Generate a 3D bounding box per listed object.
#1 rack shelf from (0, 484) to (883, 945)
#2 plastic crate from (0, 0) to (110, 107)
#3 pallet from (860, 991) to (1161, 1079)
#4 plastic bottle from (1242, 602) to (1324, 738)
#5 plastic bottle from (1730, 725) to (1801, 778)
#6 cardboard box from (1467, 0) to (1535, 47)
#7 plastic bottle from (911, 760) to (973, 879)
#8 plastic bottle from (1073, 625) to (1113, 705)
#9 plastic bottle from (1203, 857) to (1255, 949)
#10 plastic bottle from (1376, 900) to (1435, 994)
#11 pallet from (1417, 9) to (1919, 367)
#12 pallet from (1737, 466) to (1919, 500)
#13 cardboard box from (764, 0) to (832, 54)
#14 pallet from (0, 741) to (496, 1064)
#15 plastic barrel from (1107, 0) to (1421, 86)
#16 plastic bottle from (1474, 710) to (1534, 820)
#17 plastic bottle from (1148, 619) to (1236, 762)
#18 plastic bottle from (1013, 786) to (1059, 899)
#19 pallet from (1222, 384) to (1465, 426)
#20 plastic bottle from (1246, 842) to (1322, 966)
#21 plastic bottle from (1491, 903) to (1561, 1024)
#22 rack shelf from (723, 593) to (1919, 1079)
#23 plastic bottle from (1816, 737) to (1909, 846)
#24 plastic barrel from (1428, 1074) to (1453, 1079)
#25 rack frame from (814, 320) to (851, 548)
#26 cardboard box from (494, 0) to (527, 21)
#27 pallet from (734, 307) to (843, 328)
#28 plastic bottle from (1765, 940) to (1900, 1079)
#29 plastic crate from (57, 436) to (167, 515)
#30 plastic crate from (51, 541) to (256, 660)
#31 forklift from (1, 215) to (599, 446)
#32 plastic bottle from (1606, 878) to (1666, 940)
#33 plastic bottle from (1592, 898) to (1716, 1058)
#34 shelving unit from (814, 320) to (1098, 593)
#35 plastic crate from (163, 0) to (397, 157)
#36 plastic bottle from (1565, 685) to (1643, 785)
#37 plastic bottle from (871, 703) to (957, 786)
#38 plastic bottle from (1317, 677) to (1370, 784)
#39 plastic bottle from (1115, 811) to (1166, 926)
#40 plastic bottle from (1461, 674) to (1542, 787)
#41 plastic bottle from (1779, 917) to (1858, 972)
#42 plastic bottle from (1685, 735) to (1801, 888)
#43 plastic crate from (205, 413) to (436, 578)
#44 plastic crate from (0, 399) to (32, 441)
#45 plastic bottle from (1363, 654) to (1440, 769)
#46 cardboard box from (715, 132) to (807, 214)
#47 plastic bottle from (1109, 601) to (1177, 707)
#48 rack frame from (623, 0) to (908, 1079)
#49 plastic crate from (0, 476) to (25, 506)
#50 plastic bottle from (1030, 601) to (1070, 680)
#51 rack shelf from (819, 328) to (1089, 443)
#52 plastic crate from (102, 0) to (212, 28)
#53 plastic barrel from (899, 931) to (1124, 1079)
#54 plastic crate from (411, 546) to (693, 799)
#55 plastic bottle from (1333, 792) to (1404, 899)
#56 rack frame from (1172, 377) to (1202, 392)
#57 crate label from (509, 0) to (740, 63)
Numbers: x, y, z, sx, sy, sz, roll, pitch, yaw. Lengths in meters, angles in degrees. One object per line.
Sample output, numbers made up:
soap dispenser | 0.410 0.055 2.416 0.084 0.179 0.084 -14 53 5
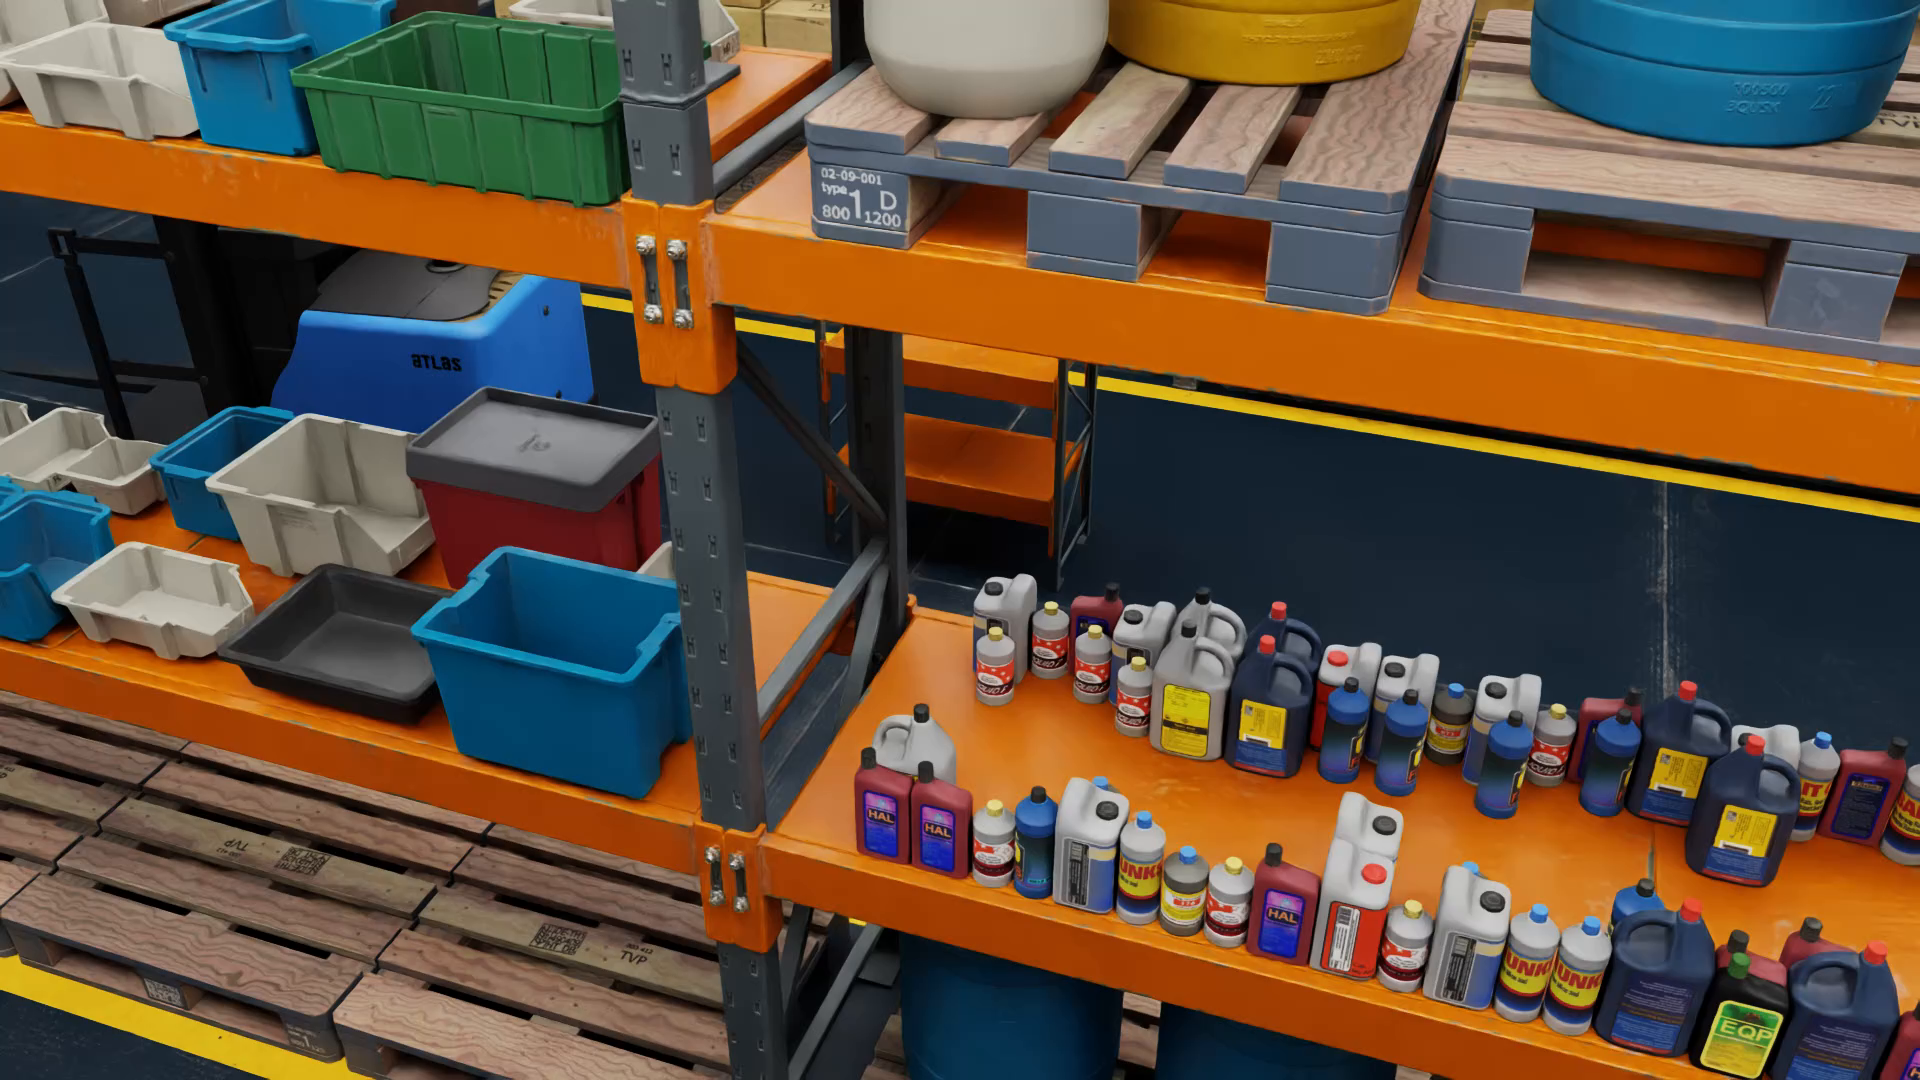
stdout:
rack shelf | -2.249 0.189 4.855 4.000 0.370 1.077 11 34 16
plastic crate | -2.150 -1.127 3.573 0.530 0.282 0.437 11 34 16
pallet | 0.346 1.587 4.598 1.213 0.211 1.003 11 34 16
plastic bottle | 0.783 0.308 4.053 0.185 0.351 0.144 11 34 16
plastic bottle | 1.795 0.539 3.765 0.135 0.276 0.152 11 34 16
cardboard box | 2.551 -2.496 7.333 0.637 0.503 0.797 11 35 17
plastic bottle | -0.040 0.611 3.646 0.133 0.283 0.061 11 34 16
plastic bottle | 0.337 0.306 4.194 0.097 0.201 0.097 0 33 0
plastic bottle | 0.568 0.753 3.501 0.097 0.201 0.097 0 33 0
plastic bottle | 0.912 0.820 3.398 0.097 0.201 0.097 0 33 0
pallet | 1.473 -0.629 2.867 1.213 0.211 1.003 11 34 16
pallet | 4.353 -0.556 7.916 1.213 0.211 1.003 11 34 16
cardboard box | -0.644 -2.566 8.323 0.500 0.250 0.500 10 34 16
pallet | -2.224 1.087 5.372 1.213 0.211 1.003 11 34 16
plastic barrel | 0.561 -1.200 3.017 0.600 0.588 0.600 0 33 0
plastic bottle | 1.253 0.507 3.818 0.097 0.271 0.097 0 33 0
plastic bottle | 0.561 0.348 3.991 0.185 0.351 0.144 11 34 16
plastic bottle | 0.167 0.646 3.603 0.097 0.271 0.097 0 33 0
pallet | 2.056 -1.002 8.608 1.213 0.211 1.003 11 34 16
plastic bottle | 0.671 0.749 3.432 0.133 0.283 0.061 11 34 16
plastic bottle | 1.131 0.833 3.313 0.097 0.271 0.097 0 33 0
rack shelf | 1.516 0.921 3.722 4.000 0.370 1.077 11 34 16
plastic bottle | 2.028 0.555 3.733 0.133 0.283 0.061 11 34 16
plastic barrel | 1.308 1.508 4.055 0.421 0.512 0.421 0 33 0
rack frame | -0.485 -0.567 7.091 0.032 1.125 0.500 11 34 16
cardboard box | -2.100 -2.845 8.755 0.500 0.250 0.500 10 34 15
pallet | -0.537 -1.506 9.389 1.213 0.211 1.003 11 34 16
plastic bottle | 1.663 0.890 3.152 0.185 0.351 0.144 11 34 16
plastic crate | -2.480 -0.193 4.972 0.250 0.136 0.298 11 34 16
plastic crate | -2.107 0.173 4.404 0.466 0.136 0.293 11 34 16
forklift | -3.257 -1.574 6.986 3.031 2.935 1.130 6 33 9
plastic bottle | 1.363 0.795 3.372 0.097 0.271 0.097 0 33 0
plastic bottle | 1.363 0.831 3.242 0.185 0.351 0.144 11 34 16
shelving unit | -0.006 -0.474 6.947 1.048 1.125 0.538 11 34 16
plastic crate | -1.331 -0.941 3.331 0.300 0.233 0.416 11 34 16
plastic bottle | 1.510 0.454 3.889 0.133 0.283 0.061 11 34 16
plastic bottle | -0.106 0.511 3.739 0.185 0.351 0.144 11 34 16
plastic bottle | 0.908 0.440 3.922 0.097 0.271 0.097 0 33 0
plastic bottle | 0.385 0.688 3.537 0.097 0.271 0.097 0 33 0
plastic bottle | 1.277 0.438 3.921 0.135 0.276 0.152 11 34 16
plastic bottle | 1.673 0.861 3.259 0.133 0.283 0.061 11 34 16
plastic bottle | 1.722 0.578 3.634 0.185 0.351 0.144 11 34 16
plastic crate | -1.742 -0.096 4.688 0.530 0.282 0.437 11 34 16
plastic crate | -3.035 -0.277 5.101 0.243 0.136 0.396 11 34 16
plastic bottle | 1.059 0.396 3.986 0.135 0.276 0.152 11 34 16
cardboard box | -0.975 -2.049 9.230 0.875 0.875 0.875 11 34 16
plastic bottle | 0.458 0.279 4.167 0.135 0.276 0.152 11 34 16
rack frame | -0.366 0.253 4.093 0.127 3.000 1.000 11 34 16
plastic crate | -2.771 0.020 4.553 0.300 0.233 0.416 11 34 16
plastic bottle | 0.232 0.250 4.280 0.097 0.201 0.097 0 33 0
rack shelf | -0.006 -0.720 6.788 1.000 0.278 0.538 11 34 16
plastic crate | -2.103 -1.377 4.095 0.530 0.136 0.437 11 34 16
plastic barrel | 0.140 1.066 4.381 0.708 0.901 0.600 11 34 16
plastic crate | -0.921 0.323 3.944 0.575 0.384 0.392 11 34 16
plastic bottle | 0.864 0.676 3.552 0.135 0.276 0.152 11 34 16
rack frame | 1.304 -2.276 8.010 0.127 3.000 1.000 11 34 16
crate label | -0.730 -1.134 3.718 0.466 0.136 0.293 11 34 16
